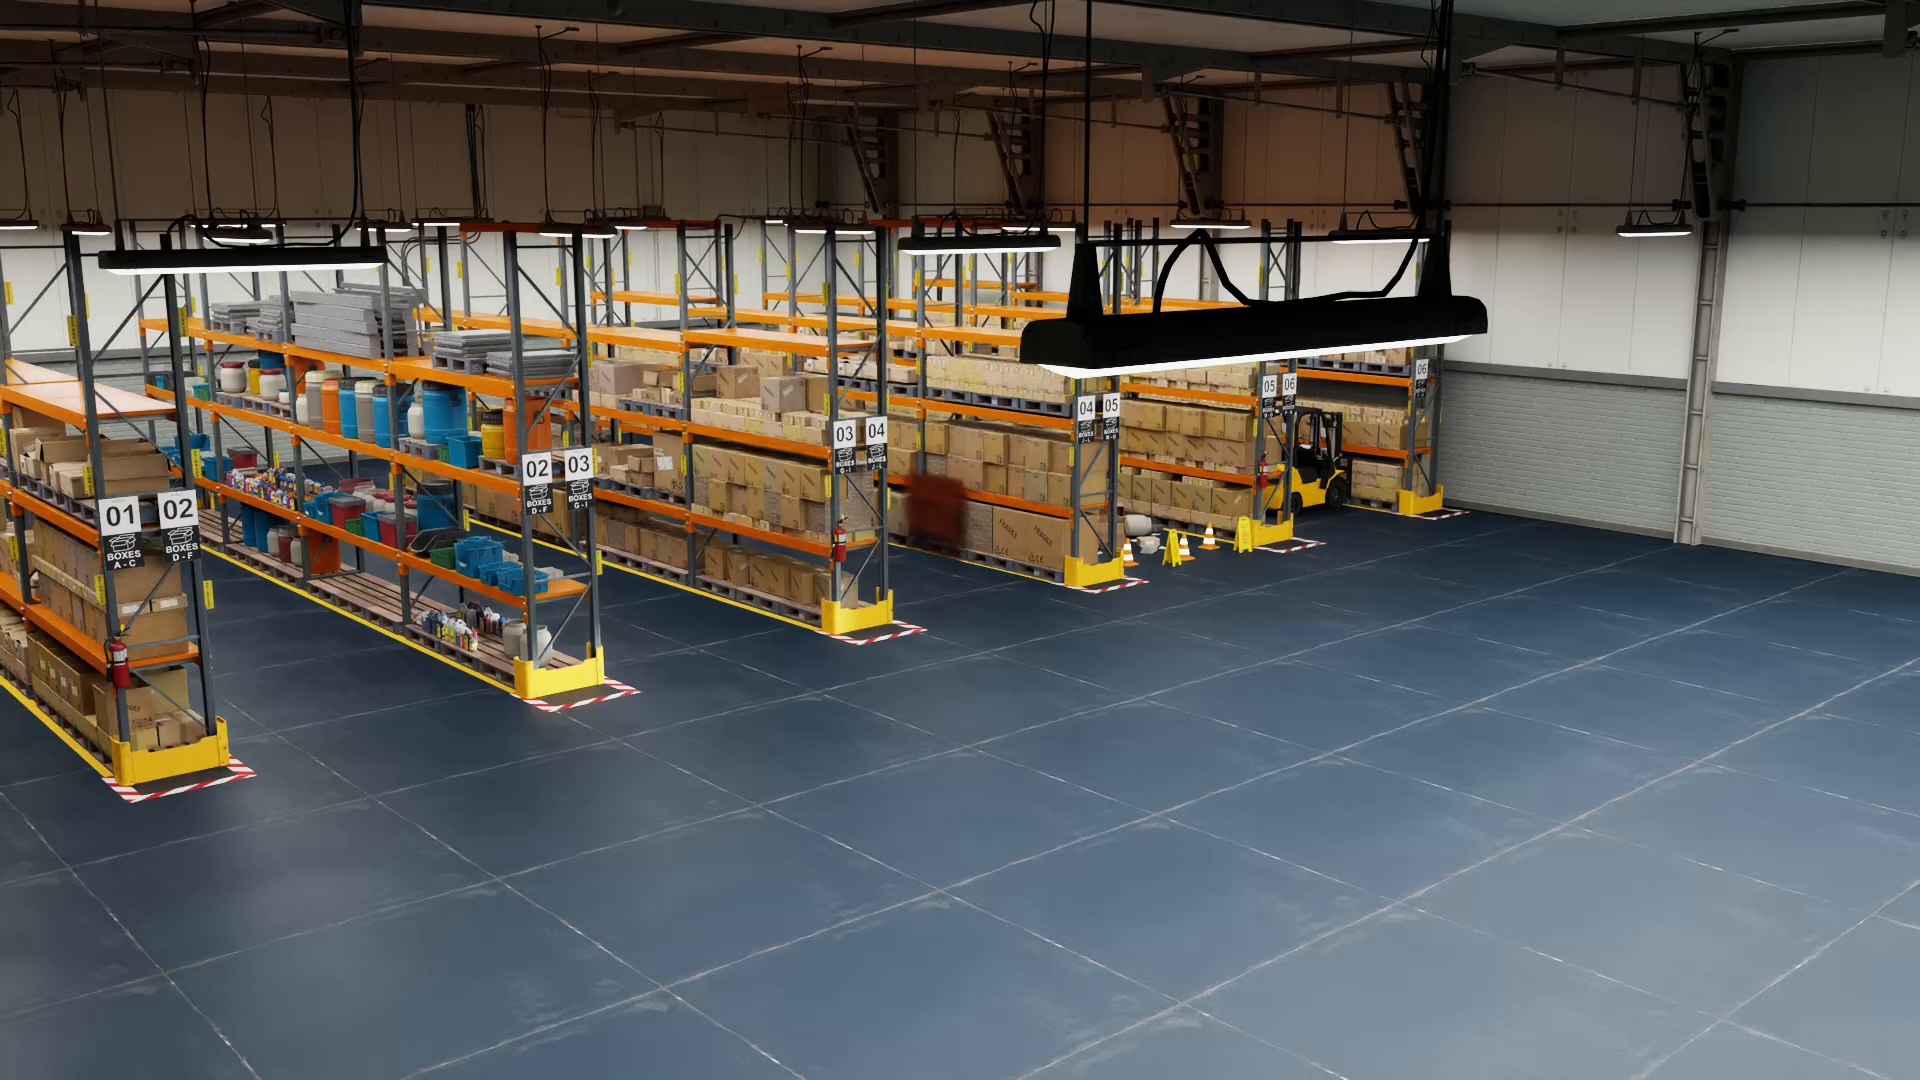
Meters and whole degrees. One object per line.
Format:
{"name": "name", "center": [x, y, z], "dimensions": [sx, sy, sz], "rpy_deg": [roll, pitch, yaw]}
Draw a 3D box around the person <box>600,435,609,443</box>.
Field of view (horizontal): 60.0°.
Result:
{"name": "person", "center": [-7.288, -1.332, 34.271], "dimensions": [0.479, 1.669, 0.491], "rpy_deg": [-1, 11, -4]}
